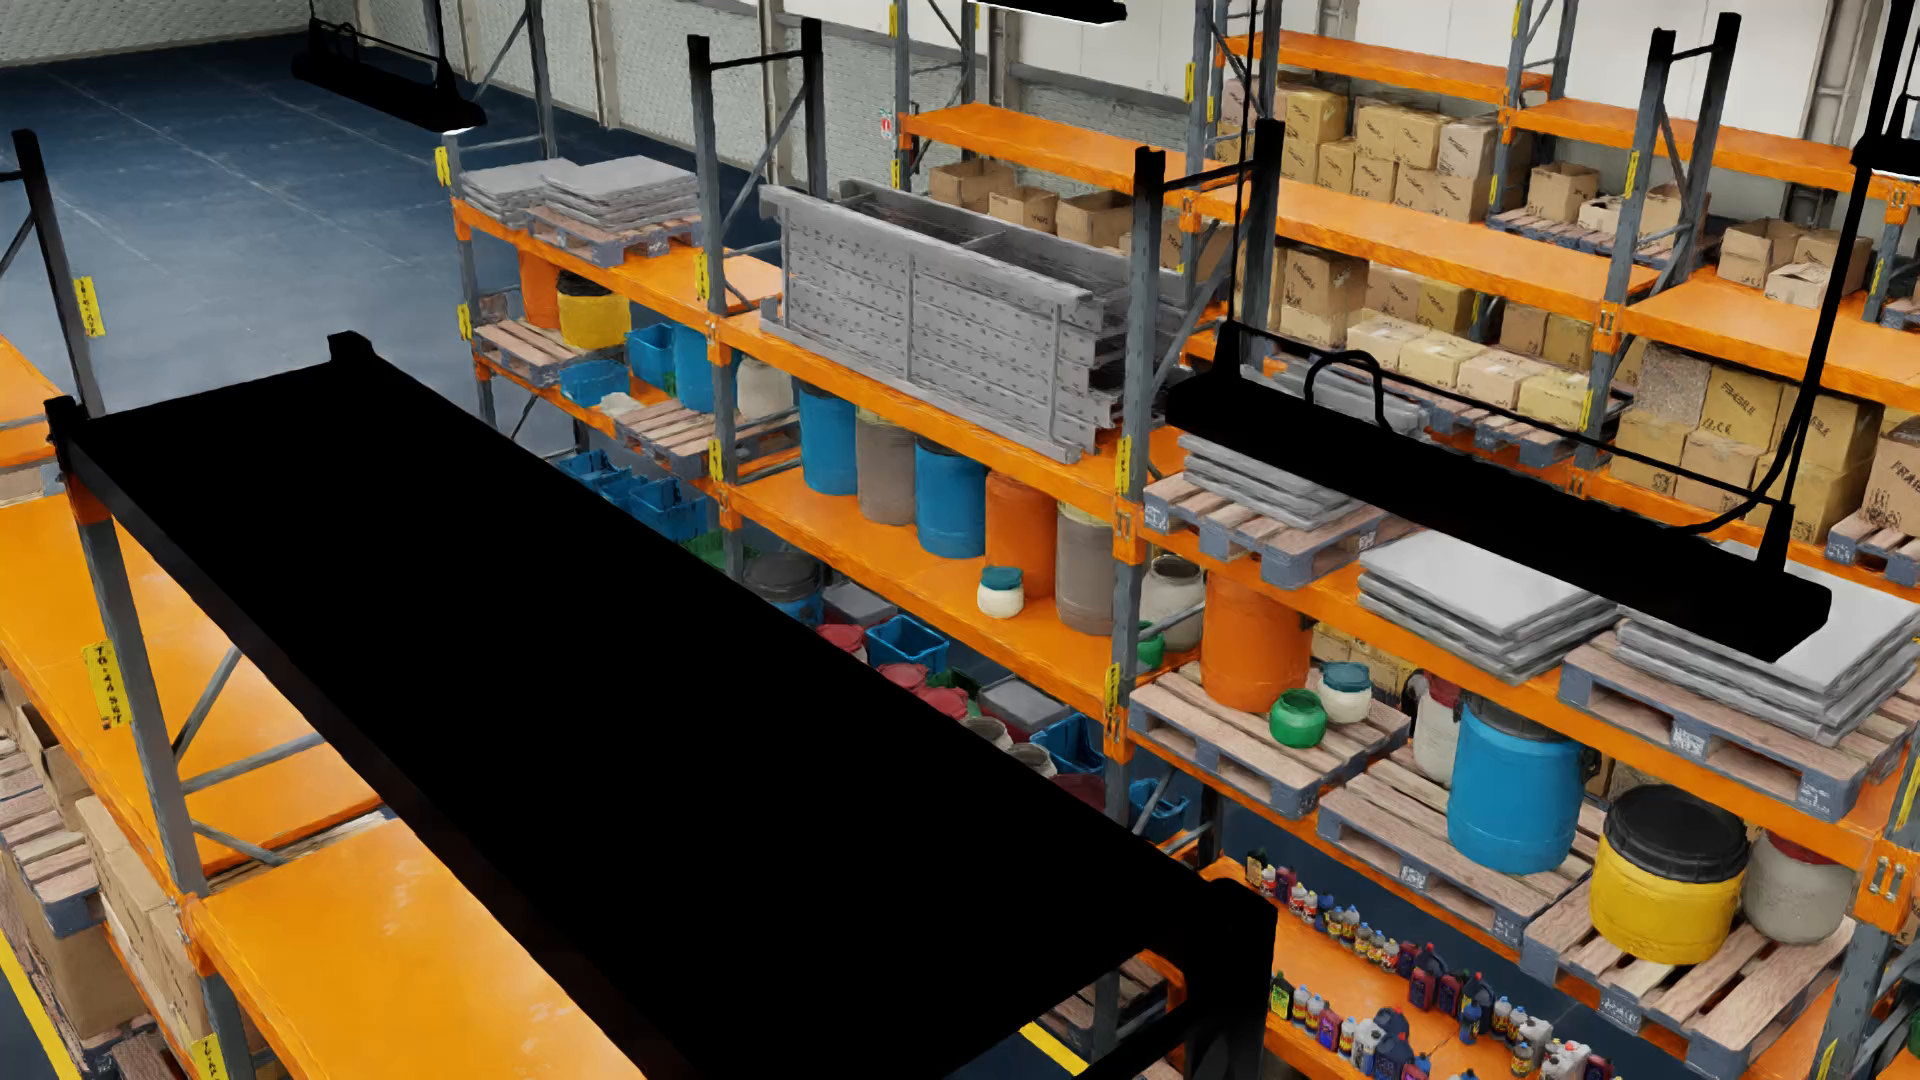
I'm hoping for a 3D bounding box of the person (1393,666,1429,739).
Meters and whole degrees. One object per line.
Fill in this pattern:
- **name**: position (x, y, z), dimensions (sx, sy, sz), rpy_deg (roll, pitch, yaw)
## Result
- **person**: position (3.575, 1.438, 12.893), dimensions (1.026, 1.664, 0.538), rpy_deg (21, 34, 36)
